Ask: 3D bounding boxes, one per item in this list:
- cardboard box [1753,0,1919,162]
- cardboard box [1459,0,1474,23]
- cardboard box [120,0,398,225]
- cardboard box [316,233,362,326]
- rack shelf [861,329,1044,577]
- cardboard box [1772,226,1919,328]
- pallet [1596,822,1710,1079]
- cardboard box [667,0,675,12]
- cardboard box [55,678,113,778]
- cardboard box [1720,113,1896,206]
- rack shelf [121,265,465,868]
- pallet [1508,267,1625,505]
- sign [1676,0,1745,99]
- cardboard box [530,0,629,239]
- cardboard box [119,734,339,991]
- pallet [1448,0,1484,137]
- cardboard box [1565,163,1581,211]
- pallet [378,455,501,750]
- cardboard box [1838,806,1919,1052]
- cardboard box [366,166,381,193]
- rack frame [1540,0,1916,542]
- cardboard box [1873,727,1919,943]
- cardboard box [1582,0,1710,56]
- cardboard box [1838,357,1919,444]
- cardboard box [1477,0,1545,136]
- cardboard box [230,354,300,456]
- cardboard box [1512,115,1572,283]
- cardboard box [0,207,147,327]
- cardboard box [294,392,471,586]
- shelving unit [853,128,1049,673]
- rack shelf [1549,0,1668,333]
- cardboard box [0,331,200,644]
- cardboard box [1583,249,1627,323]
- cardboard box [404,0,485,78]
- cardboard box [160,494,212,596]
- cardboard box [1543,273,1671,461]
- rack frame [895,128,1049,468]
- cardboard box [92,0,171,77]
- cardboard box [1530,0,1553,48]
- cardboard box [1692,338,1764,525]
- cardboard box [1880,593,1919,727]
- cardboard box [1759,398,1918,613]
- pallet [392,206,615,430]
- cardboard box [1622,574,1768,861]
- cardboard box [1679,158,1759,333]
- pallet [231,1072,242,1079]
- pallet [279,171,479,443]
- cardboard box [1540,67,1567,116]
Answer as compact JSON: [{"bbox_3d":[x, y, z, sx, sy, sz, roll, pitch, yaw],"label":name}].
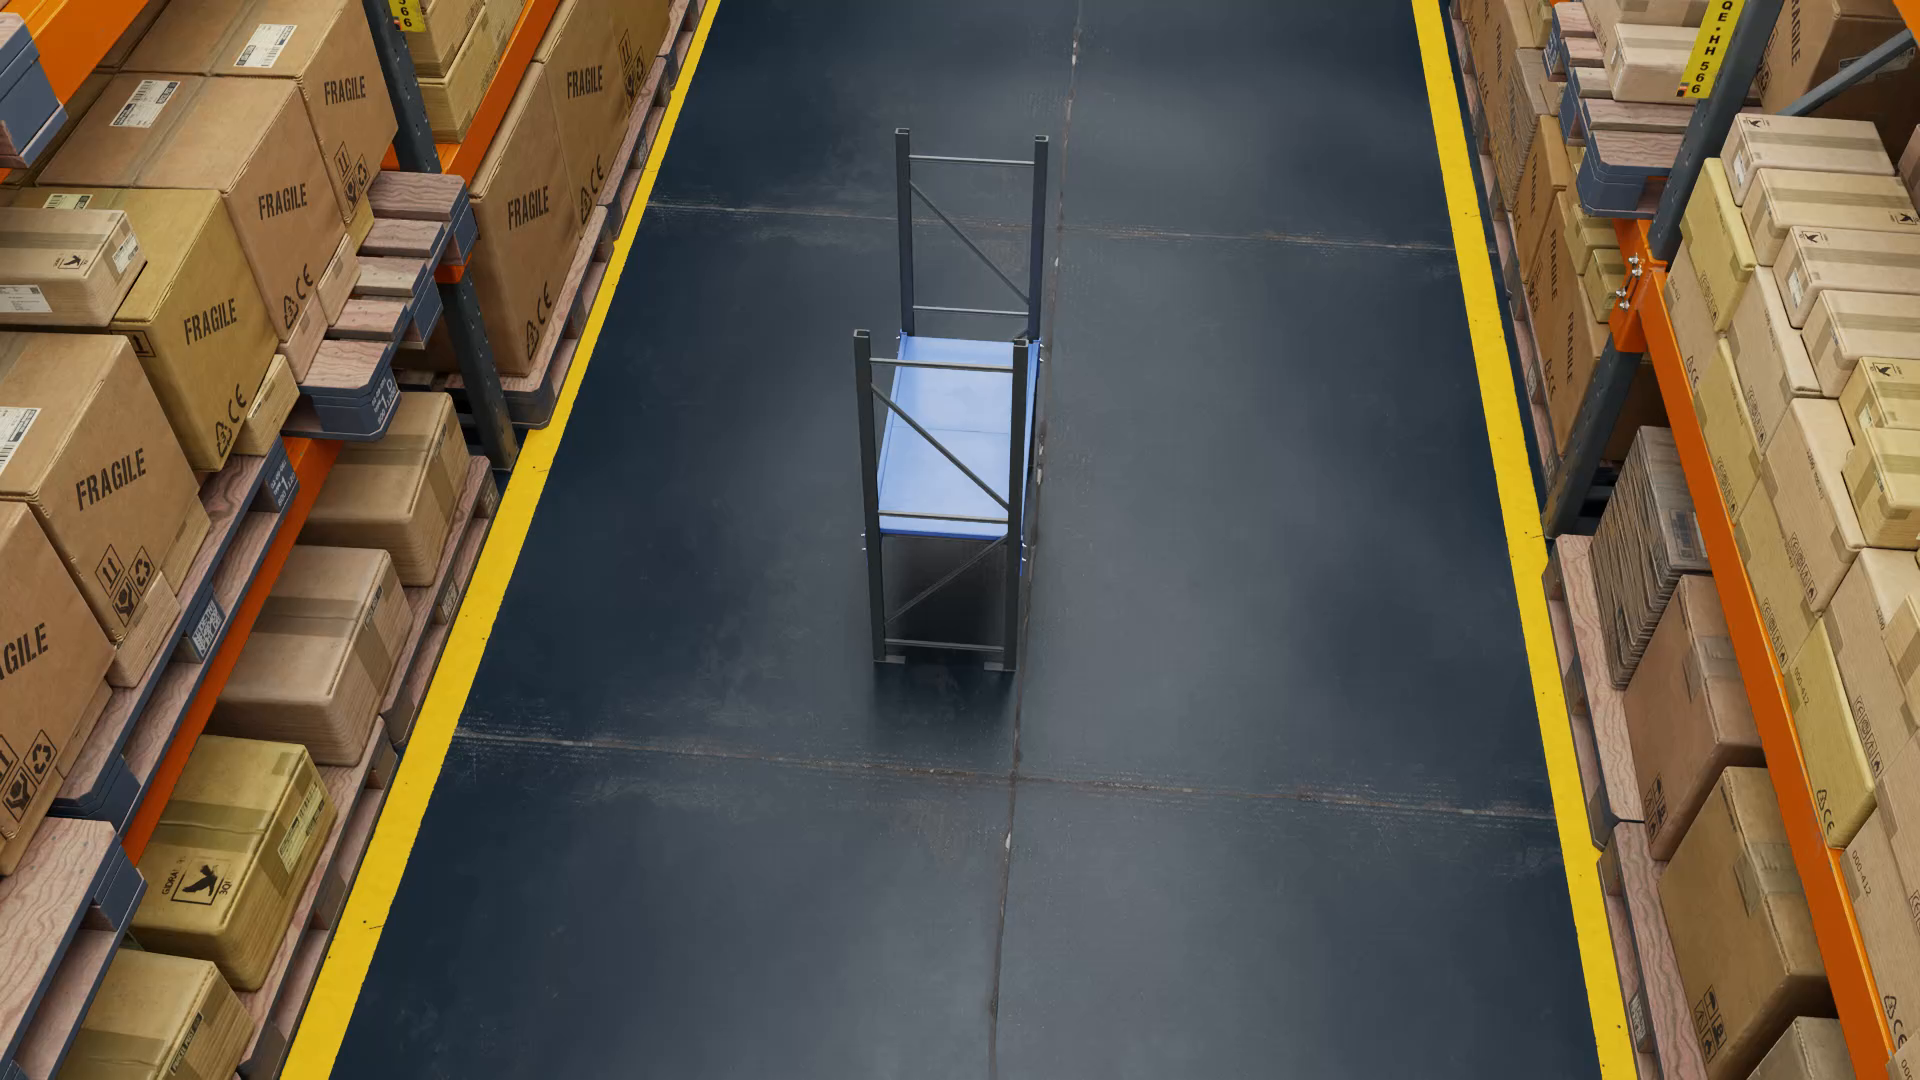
[{"bbox_3d":[2.903,-1.564,5.295,0.500,0.500,0.500,6,48,5],"label":"cardboard box"},{"bbox_3d":[2.797,-2.918,8.295,0.500,0.500,0.500,6,48,5],"label":"cardboard box"},{"bbox_3d":[-2.007,-1.275,4.829,0.500,0.500,0.500,3,48,2],"label":"cardboard box"},{"bbox_3d":[-1.969,-0.762,4.800,0.380,0.149,0.250,4,48,3],"label":"cardboard box"},{"bbox_3d":[-0.008,-0.322,5.772,0.538,0.185,1.000,4,48,4],"label":"rack shelf"},{"bbox_3d":[2.357,-0.672,4.324,0.380,0.149,0.250,5,48,5],"label":"cardboard box"},{"bbox_3d":[2.473,1.417,4.811,1.003,0.211,1.213,4,48,4],"label":"pallet"},{"bbox_3d":[-1.855,-3.255,8.349,0.875,0.875,0.875,5,48,5],"label":"cardboard box"},{"bbox_3d":[-2.172,0.382,3.754,0.380,0.149,0.250,4,48,4],"label":"cardboard box"},{"bbox_3d":[2.378,-1.059,4.678,0.380,0.149,0.250,5,48,5],"label":"cardboard box"},{"bbox_3d":[-2.425,0.361,4.375,1.077,0.370,4.000,4,48,4],"label":"rack shelf"},{"bbox_3d":[2.806,-0.625,6.679,1.003,0.211,1.213,4,48,4],"label":"pallet"},{"bbox_3d":[2.159,-1.414,4.780,0.100,0.325,0.005,4,48,4],"label":"sign"},{"bbox_3d":[-2.012,-1.933,7.141,0.875,0.875,0.875,4,48,4],"label":"cardboard box"},{"bbox_3d":[-2.438,0.908,4.883,0.950,0.372,0.625,5,48,5],"label":"cardboard box"},{"bbox_3d":[3.029,-2.418,8.319,1.003,0.211,1.213,4,48,4],"label":"pallet"},{"bbox_3d":[2.555,-1.311,6.386,0.380,0.149,0.250,2,48,2],"label":"cardboard box"},{"bbox_3d":[-2.316,0.164,5.957,1.003,0.211,1.213,4,48,4],"label":"pallet"},{"bbox_3d":[2.237,0.849,3.542,0.500,0.250,0.500,4,48,4],"label":"cardboard box"},{"bbox_3d":[-2.038,-1.152,5.156,0.380,0.149,0.250,5,48,5],"label":"cardboard box"},{"bbox_3d":[2.701,-1.021,5.151,1.000,3.000,0.127,4,48,4],"label":"rack frame"},{"bbox_3d":[2.218,0.669,3.368,0.500,0.250,0.500,5,48,4],"label":"cardboard box"},{"bbox_3d":[2.474,-1.909,5.780,0.500,0.250,0.500,2,48,2],"label":"cardboard box"},{"bbox_3d":[2.353,-0.292,3.977,0.380,0.149,0.250,4,48,4],"label":"cardboard box"},{"bbox_3d":[2.708,-2.159,7.601,0.500,0.500,0.500,3,48,2],"label":"cardboard box"},{"bbox_3d":[-2.011,-0.374,4.445,0.380,0.149,0.250,5,48,4],"label":"cardboard box"},{"bbox_3d":[2.626,-1.396,6.903,0.500,0.500,0.500,6,48,5],"label":"cardboard box"},{"bbox_3d":[-2.111,-0.625,3.796,0.380,0.149,0.250,2,48,2],"label":"cardboard box"},{"bbox_3d":[-2.304,-0.192,5.889,0.950,0.372,0.625,1,48,1],"label":"cardboard box"},{"bbox_3d":[-0.008,-0.443,5.639,0.538,1.500,1.048,4,48,4],"label":"shelving unit"},{"bbox_3d":[2.883,-2.247,6.760,1.077,0.370,4.000,4,48,4],"label":"rack shelf"},{"bbox_3d":[-2.139,-0.122,3.775,0.500,0.500,0.500,2,48,2],"label":"cardboard box"},{"bbox_3d":[2.493,-0.917,6.026,0.380,0.149,0.250,2,48,2],"label":"cardboard box"},{"bbox_3d":[-1.951,-1.825,5.650,0.500,0.250,0.500,4,48,3],"label":"cardboard box"},{"bbox_3d":[-2.101,-0.008,4.110,0.380,0.149,0.250,2,48,2],"label":"cardboard box"},{"bbox_3d":[2.525,-0.644,6.215,0.500,0.500,0.500,5,48,5],"label":"cardboard box"},{"bbox_3d":[0.039,-0.817,5.981,0.500,1.500,0.032,4,48,4],"label":"rack frame"},{"bbox_3d":[-2.514,-1.312,4.864,0.500,0.500,0.500,3,48,2],"label":"cardboard box"},{"bbox_3d":[2.711,-2.267,7.261,0.380,0.149,0.250,5,48,5],"label":"cardboard box"},{"bbox_3d":[2.366,-0.291,4.585,0.500,0.250,0.500,3,48,3],"label":"cardboard box"},{"bbox_3d":[2.180,0.259,3.473,0.380,0.149,0.250,3,48,2],"label":"cardboard box"},{"bbox_3d":[2.304,-0.078,4.051,0.500,0.250,0.500,3,48,3],"label":"cardboard box"},{"bbox_3d":[-2.096,-0.985,7.008,1.003,0.211,1.213,4,48,4],"label":"pallet"},{"bbox_3d":[2.578,0.577,5.014,0.875,0.625,0.625,5,48,5],"label":"cardboard box"},{"bbox_3d":[2.392,-0.831,4.740,0.500,0.250,0.500,4,48,3],"label":"cardboard box"},{"bbox_3d":[-2.538,1.957,4.317,1.003,0.211,1.213,4,48,4],"label":"pallet"},{"bbox_3d":[-2.202,-0.756,5.039,1.213,0.211,1.003,4,48,4],"label":"pallet"},{"bbox_3d":[2.642,-1.890,6.916,0.380,0.149,0.250,2,48,2],"label":"cardboard box"}]
